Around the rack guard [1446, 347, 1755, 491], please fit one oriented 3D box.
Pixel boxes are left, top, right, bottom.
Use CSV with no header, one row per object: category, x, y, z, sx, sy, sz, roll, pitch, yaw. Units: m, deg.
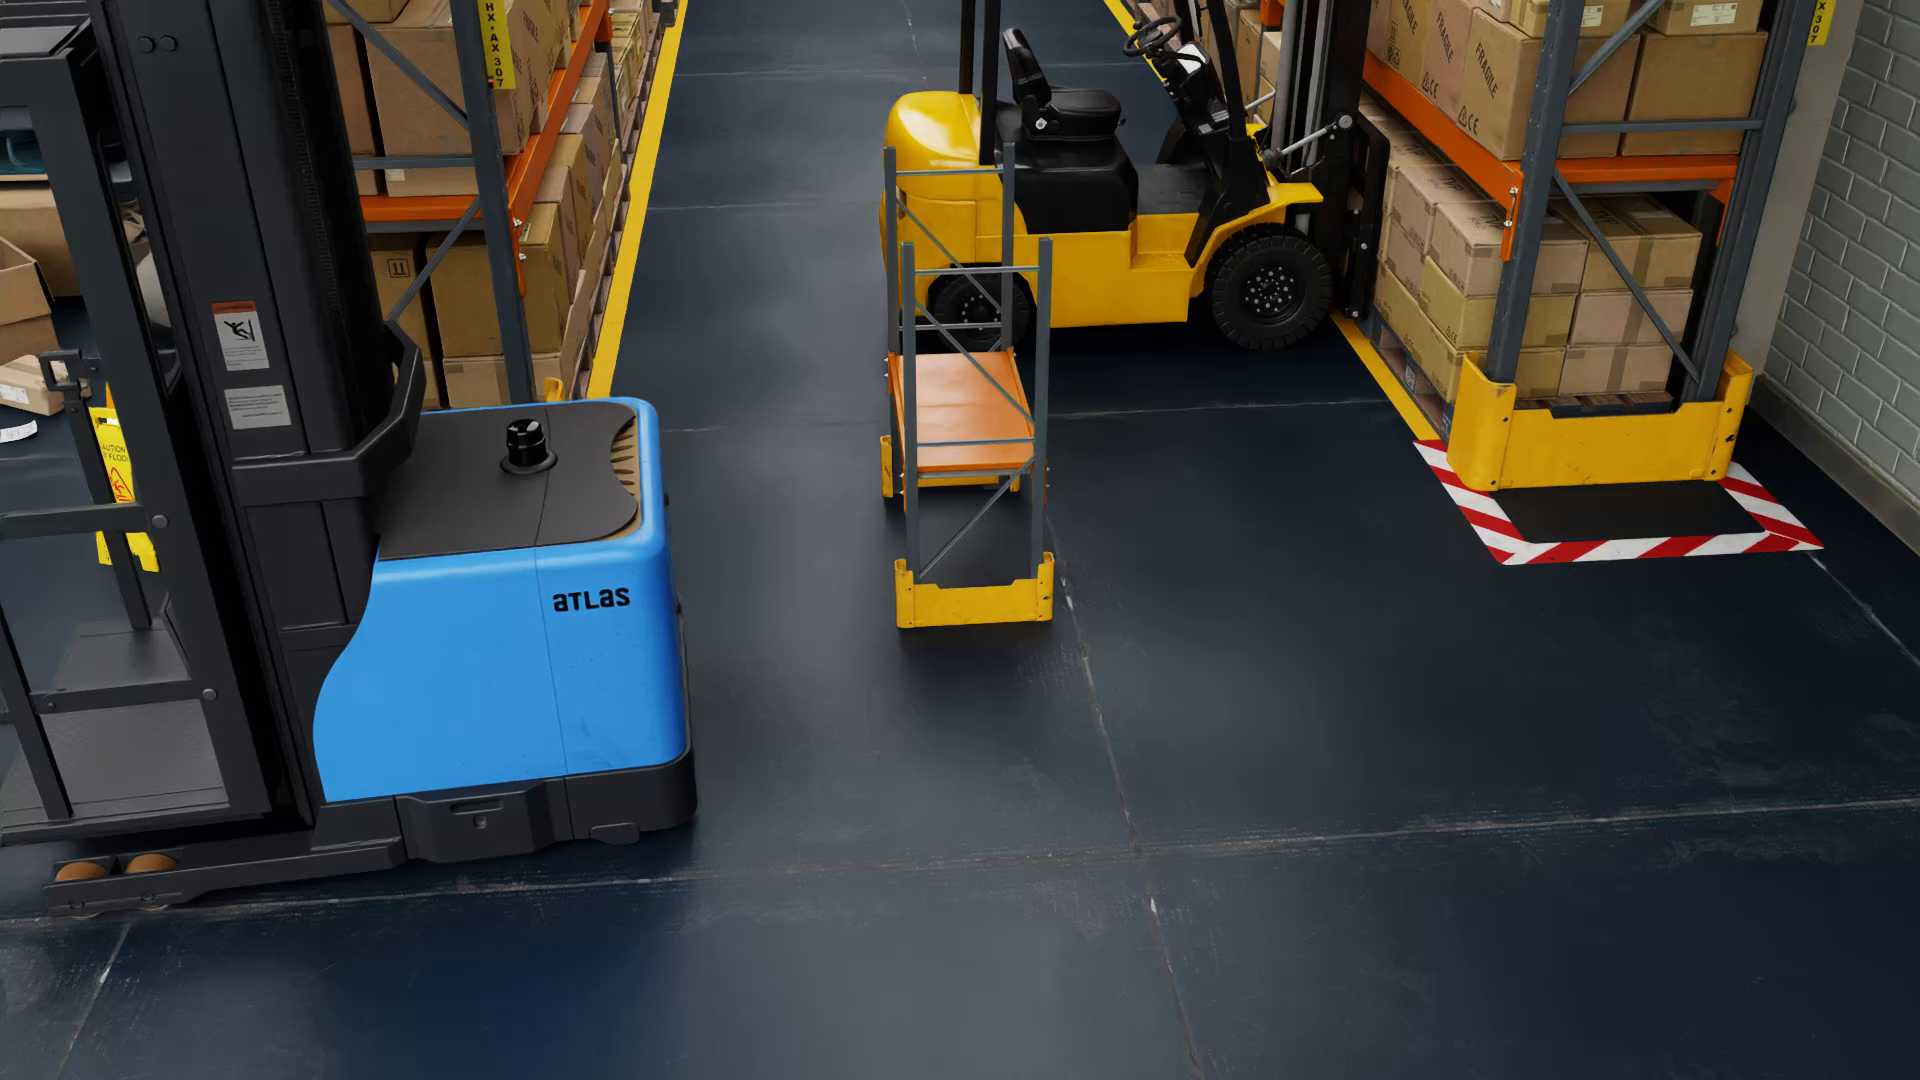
rack guard,2.739,-0.536,7.160,1.175,0.500,0.348,-3,31,-5

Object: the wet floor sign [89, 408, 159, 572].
wet floor sign,-3.252,-0.223,6.494,0.267,0.644,0.232,8,32,13

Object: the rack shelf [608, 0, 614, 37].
rack shelf,-2.765,-4.136,11.451,1.077,0.370,4.000,-3,31,-5

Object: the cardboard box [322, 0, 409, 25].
cardboard box,-2.470,-2.232,6.199,0.700,0.500,0.500,-3,31,-6

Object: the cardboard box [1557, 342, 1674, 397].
cardboard box,2.886,-0.882,7.573,0.500,0.250,0.500,-3,31,-4

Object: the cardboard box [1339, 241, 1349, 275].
cardboard box,2.233,-1.621,8.810,0.500,0.250,0.500,-2,31,-3

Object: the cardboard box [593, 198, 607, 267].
cardboard box,-2.153,-1.604,8.782,0.500,0.250,0.500,-2,31,-4

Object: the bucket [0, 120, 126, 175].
bucket,-5.189,-2.424,9.592,0.726,0.611,0.620,8,22,13

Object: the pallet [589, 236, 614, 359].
pallet,-2.363,-1.261,8.656,1.003,0.211,1.213,-3,31,-5

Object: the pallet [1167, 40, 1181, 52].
pallet,2.138,-3.465,12.346,1.003,0.211,1.213,-3,31,-5

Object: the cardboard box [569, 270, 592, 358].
cardboard box,-2.045,-1.068,7.884,0.500,0.250,0.500,-2,31,-3

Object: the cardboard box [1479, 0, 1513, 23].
cardboard box,2.372,-2.236,6.838,0.380,0.149,0.250,-2,31,-4

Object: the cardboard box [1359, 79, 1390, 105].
cardboard box,2.192,-2.316,8.999,0.500,0.250,0.500,-2,31,-3

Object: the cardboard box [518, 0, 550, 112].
cardboard box,-2.024,-2.072,6.906,0.500,0.500,0.500,-2,31,-3

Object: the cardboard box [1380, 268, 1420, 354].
cardboard box,2.341,-1.101,7.939,0.500,0.250,0.500,-3,31,-5

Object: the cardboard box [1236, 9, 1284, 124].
cardboard box,2.303,-3.090,10.905,0.875,0.625,0.625,-1,31,-2

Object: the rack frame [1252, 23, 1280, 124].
rack frame,2.363,-3.664,9.959,1.000,3.000,0.127,-3,31,-5

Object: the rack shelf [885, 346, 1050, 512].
rack shelf,0.008,-0.446,6.385,0.538,0.185,1.000,-3,31,-5

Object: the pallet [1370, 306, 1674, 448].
pallet,2.624,-0.813,7.905,1.003,0.211,1.213,-3,31,-5

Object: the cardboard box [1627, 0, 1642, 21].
cardboard box,2.877,-2.252,6.864,0.380,0.149,0.250,-3,31,-5

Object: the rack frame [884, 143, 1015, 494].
rack frame,-0.040,-0.860,6.727,0.500,1.500,0.032,-3,31,-5

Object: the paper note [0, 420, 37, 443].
paper note,-4.275,-0.495,7.548,0.148,0.019,0.142,-14,33,-22

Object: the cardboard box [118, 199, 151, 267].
cardboard box,-4.639,-1.732,9.390,0.396,0.266,0.258,27,40,37

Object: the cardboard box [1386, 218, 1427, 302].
cardboard box,2.344,-1.326,7.829,0.500,0.250,0.500,-3,31,-5

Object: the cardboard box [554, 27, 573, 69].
cardboard box,-2.093,-2.387,8.065,0.380,0.149,0.250,-2,31,-4

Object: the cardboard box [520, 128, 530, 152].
cardboard box,-2.012,-1.725,6.958,0.380,0.149,0.250,-4,31,-6

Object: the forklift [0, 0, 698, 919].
forklift,-2.390,-0.440,4.628,3.031,2.935,1.130,-5,31,-9

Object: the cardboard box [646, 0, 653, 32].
cardboard box,-2.909,-4.230,13.059,0.950,0.372,0.625,-5,31,-8

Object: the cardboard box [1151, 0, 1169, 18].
cardboard box,2.034,-4.548,13.345,0.875,0.625,0.625,-2,31,-3

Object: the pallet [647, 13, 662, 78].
pallet,-2.881,-3.870,13.023,1.003,0.211,1.213,-3,31,-5

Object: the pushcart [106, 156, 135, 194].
pushcart,-4.844,-2.164,10.004,1.648,0.377,0.936,-14,33,-22

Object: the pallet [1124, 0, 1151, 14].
pallet,1.957,-4.892,14.734,1.003,0.211,1.213,-3,31,-5

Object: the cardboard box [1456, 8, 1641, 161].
cardboard box,2.429,-1.903,6.914,0.500,0.500,0.500,-3,31,-6

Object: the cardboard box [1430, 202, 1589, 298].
cardboard box,2.383,-1.271,7.249,0.500,0.250,0.500,-2,31,-3

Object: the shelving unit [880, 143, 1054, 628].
shelving unit,0.007,-0.605,6.300,0.587,1.500,1.083,-3,31,-5

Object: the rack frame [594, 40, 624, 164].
rack frame,-2.578,-3.424,9.557,1.000,3.000,0.127,-3,31,-5

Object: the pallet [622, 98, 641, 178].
pallet,-2.653,-2.624,10.938,1.003,0.211,1.213,-3,31,-5

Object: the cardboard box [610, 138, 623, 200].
cardboard box,-2.256,-2.135,9.671,0.500,0.250,0.500,-1,31,-2

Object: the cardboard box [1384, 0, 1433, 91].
cardboard box,2.342,-2.430,7.796,0.500,0.500,0.500,-3,31,-6

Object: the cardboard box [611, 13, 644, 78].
cardboard box,-2.767,-3.466,11.780,0.950,0.372,0.625,-2,31,-3

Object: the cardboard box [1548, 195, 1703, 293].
cardboard box,2.880,-1.305,7.307,0.500,0.250,0.500,-3,31,-5

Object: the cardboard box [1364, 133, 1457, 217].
cardboard box,2.273,-1.788,8.116,0.500,0.250,0.500,-2,31,-4

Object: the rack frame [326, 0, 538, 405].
rack frame,-2.205,-1.382,6.138,1.000,3.000,0.127,-3,31,-5

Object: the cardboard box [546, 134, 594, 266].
cardboard box,-2.100,-1.664,8.151,0.500,0.500,0.500,-2,31,-4

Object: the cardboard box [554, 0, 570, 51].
cardboard box,-2.129,-2.591,7.775,0.500,0.500,0.500,-3,31,-6

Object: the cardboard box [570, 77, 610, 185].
cardboard box,-2.207,-2.197,9.044,0.500,0.500,0.500,-2,31,-4

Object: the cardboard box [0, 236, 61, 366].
cardboard box,-4.889,-1.086,8.077,0.637,0.503,0.797,27,40,37

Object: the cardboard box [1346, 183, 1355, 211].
cardboard box,2.232,-1.844,8.697,0.500,0.250,0.500,-3,31,-5

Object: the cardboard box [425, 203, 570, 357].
cardboard box,-2.008,-1.141,7.275,0.500,0.500,0.500,-4,31,-6

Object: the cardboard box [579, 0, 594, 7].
cardboard box,-2.215,-3.040,9.159,0.380,0.149,0.250,-2,31,-3

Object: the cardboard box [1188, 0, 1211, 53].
cardboard box,2.166,-3.871,12.211,0.875,0.625,0.625,-4,31,-7

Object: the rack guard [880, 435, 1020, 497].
rack guard,-0.039,-0.323,7.046,0.587,0.250,0.087,-3,31,-5

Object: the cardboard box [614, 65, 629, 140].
cardboard box,-2.630,-2.744,10.572,0.950,0.372,0.625,-2,31,-4

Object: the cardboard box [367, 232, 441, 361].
cardboard box,-2.539,-1.100,7.207,0.500,0.500,0.500,-3,31,-4

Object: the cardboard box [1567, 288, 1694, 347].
cardboard box,2.900,-1.086,7.427,0.500,0.250,0.500,-2,31,-4

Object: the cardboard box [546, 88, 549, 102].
cardboard box,-2.048,-1.987,7.397,0.380,0.149,0.250,-2,31,-3

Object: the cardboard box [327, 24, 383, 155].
cardboard box,-2.530,-1.816,6.478,0.500,0.500,0.500,-3,31,-5

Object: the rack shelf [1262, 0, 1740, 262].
rack shelf,2.550,-2.334,8.434,1.077,0.370,4.000,-3,31,-5

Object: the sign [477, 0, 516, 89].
sign,-1.665,-1.780,5.960,0.100,0.325,0.005,-3,31,-5
